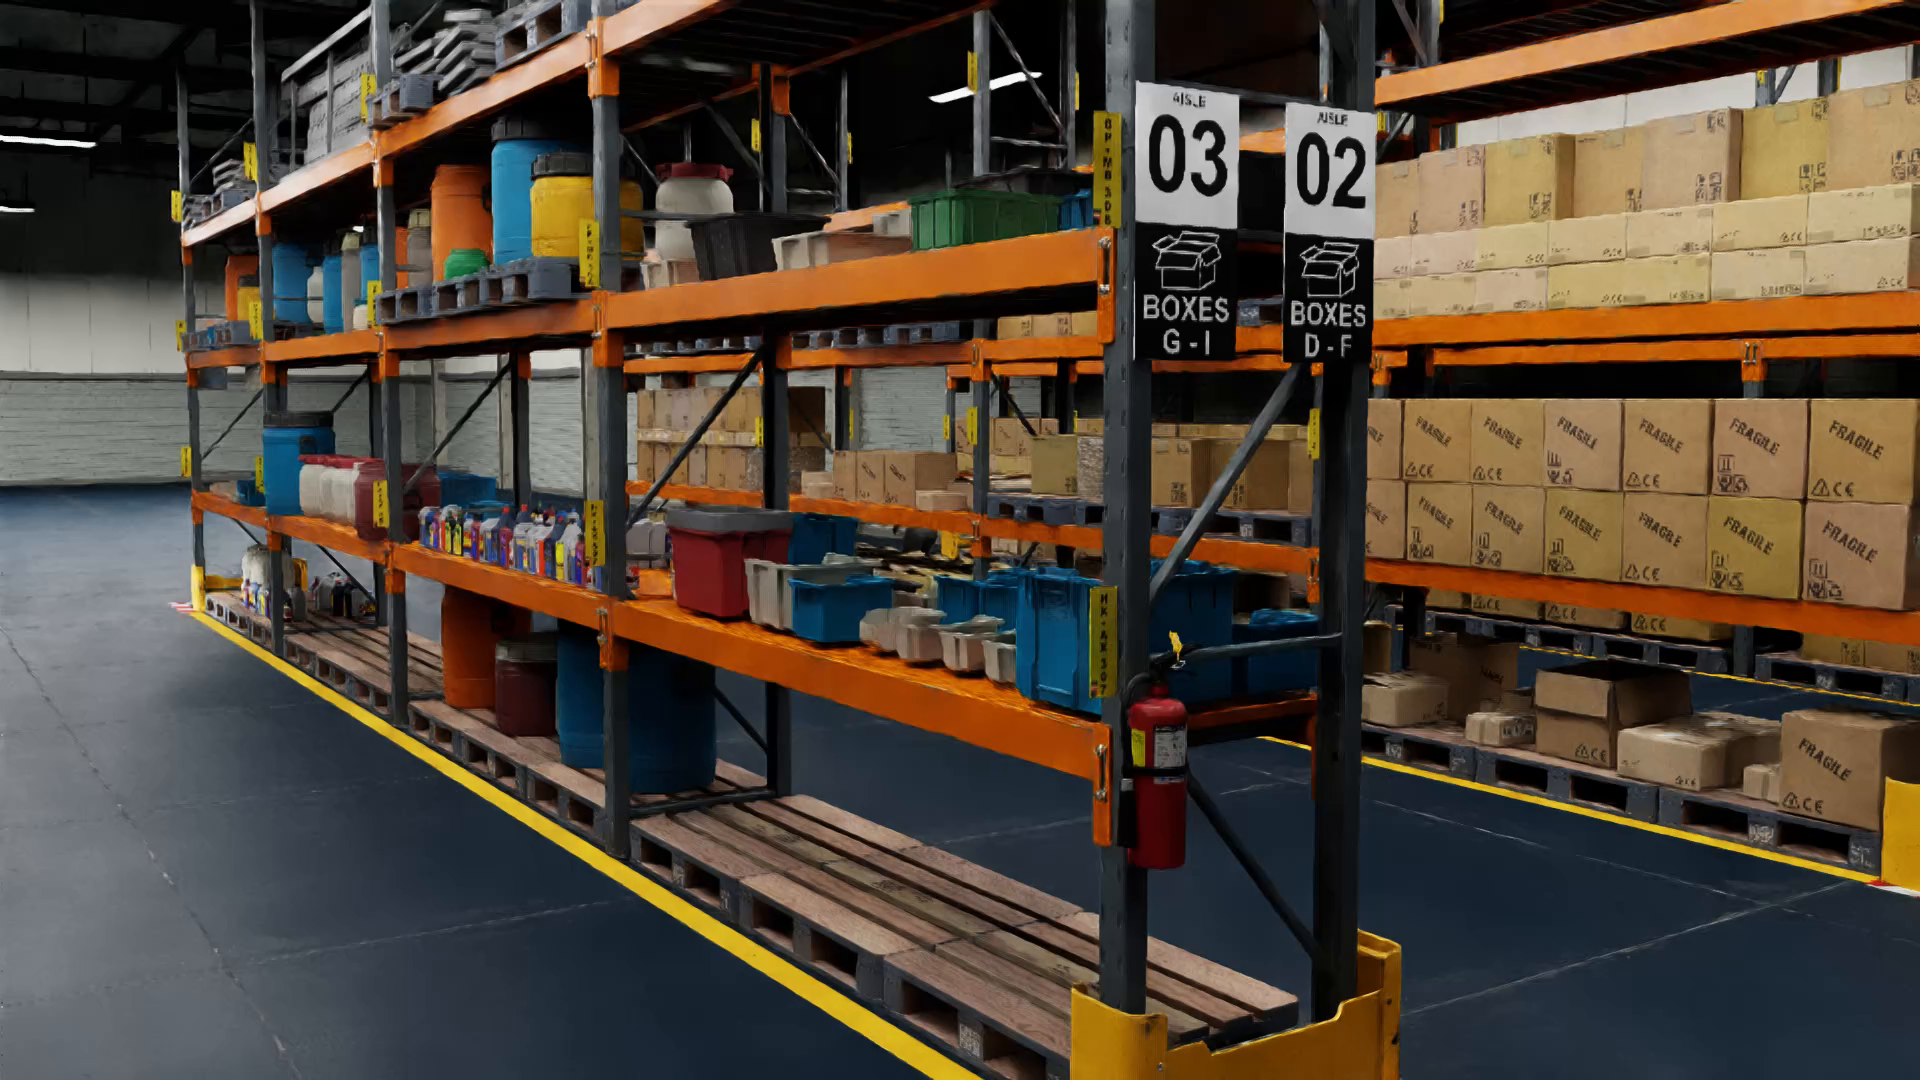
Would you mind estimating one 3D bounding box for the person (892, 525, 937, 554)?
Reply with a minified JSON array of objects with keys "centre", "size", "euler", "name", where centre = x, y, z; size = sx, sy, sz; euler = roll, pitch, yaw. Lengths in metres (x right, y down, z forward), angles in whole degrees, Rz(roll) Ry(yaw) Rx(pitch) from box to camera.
[{"centre":[-0.489,-0.065,18.601],"size":[0.625,1.626,0.472],"euler":[-4,6,-39],"name":"person"}]
